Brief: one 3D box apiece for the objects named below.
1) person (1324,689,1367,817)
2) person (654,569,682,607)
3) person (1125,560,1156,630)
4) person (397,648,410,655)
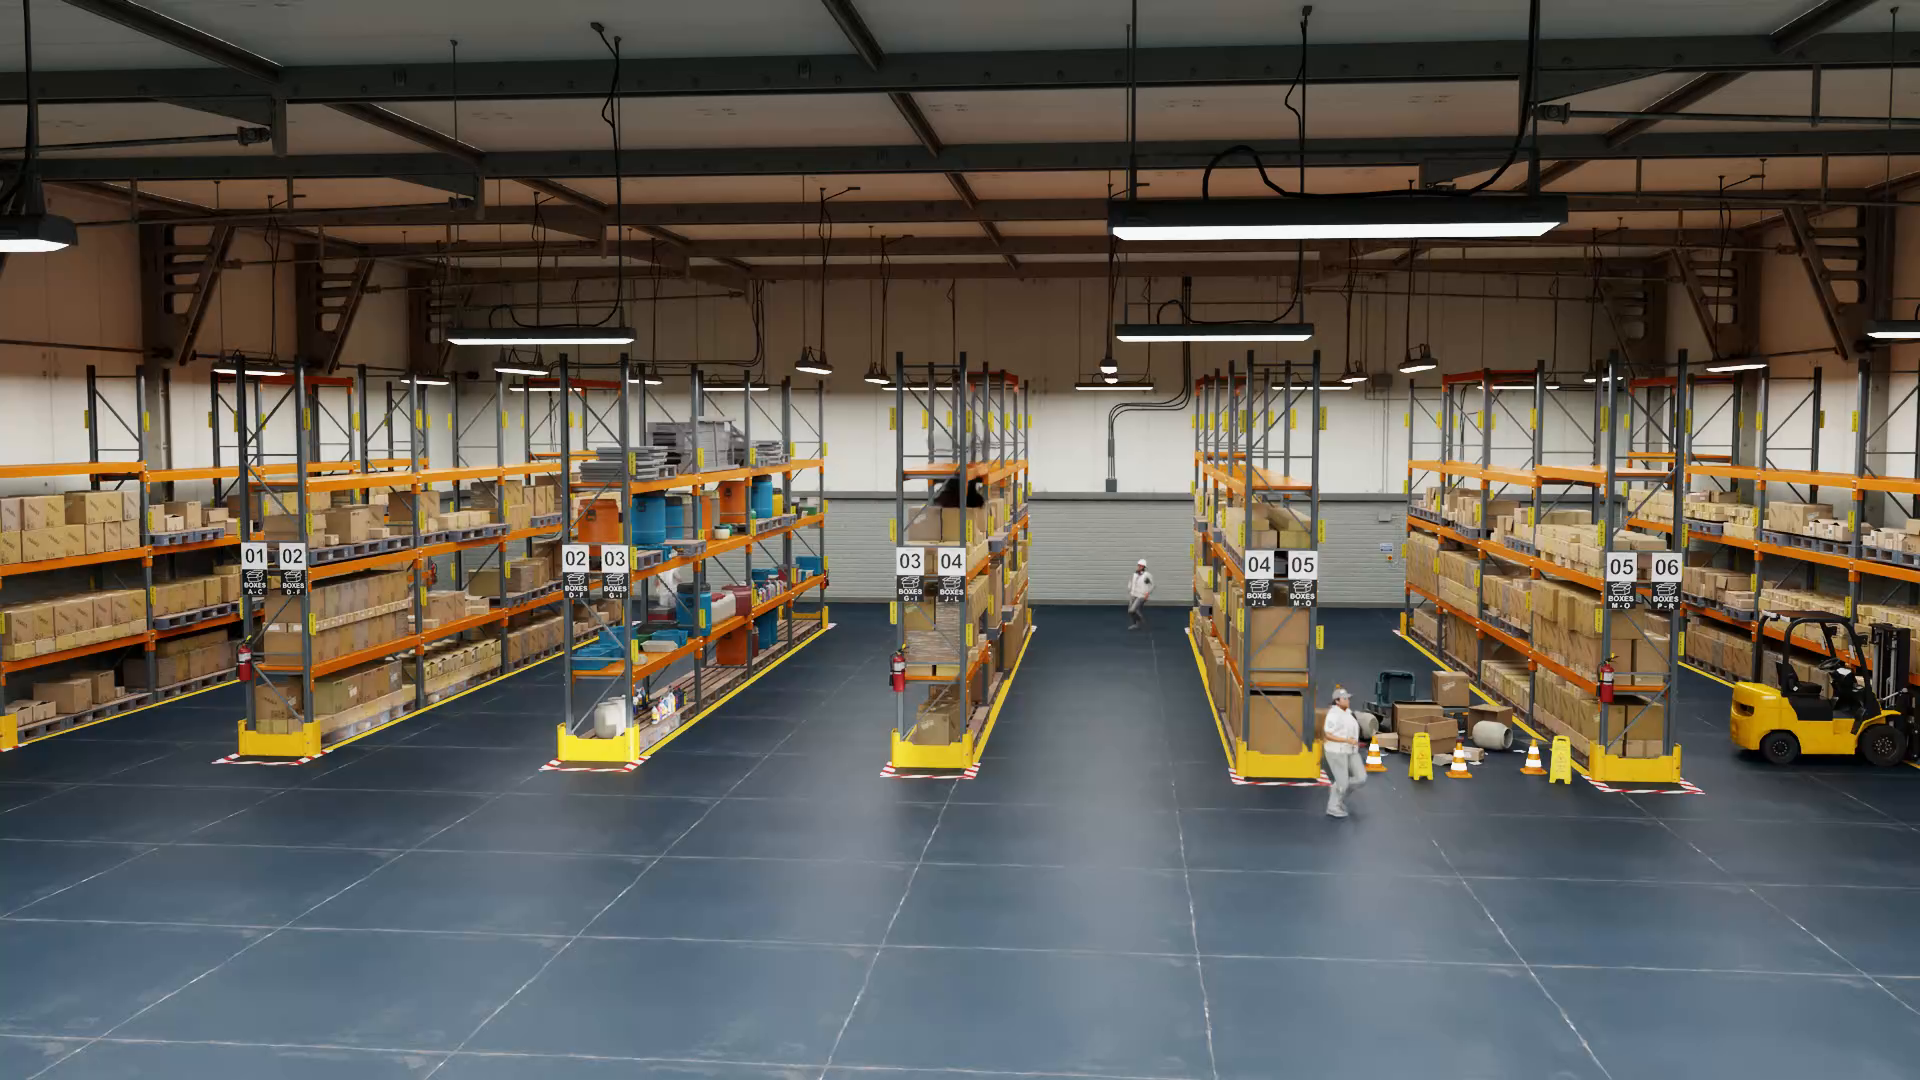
[{"bbox_3d":[4.887,2.691,21.017,0.595,1.623,0.540,-4,5,-42],"label":"person"},{"bbox_3d":[-7.016,1.300,39.874,0.684,1.752,0.785,1,4,10],"label":"person"},{"bbox_3d":[4.262,1.321,39.701,0.548,1.711,0.715,-4,6,-42],"label":"person"},{"bbox_3d":[-11.048,1.784,32.953,0.687,1.738,0.769,1,4,9],"label":"person"}]
